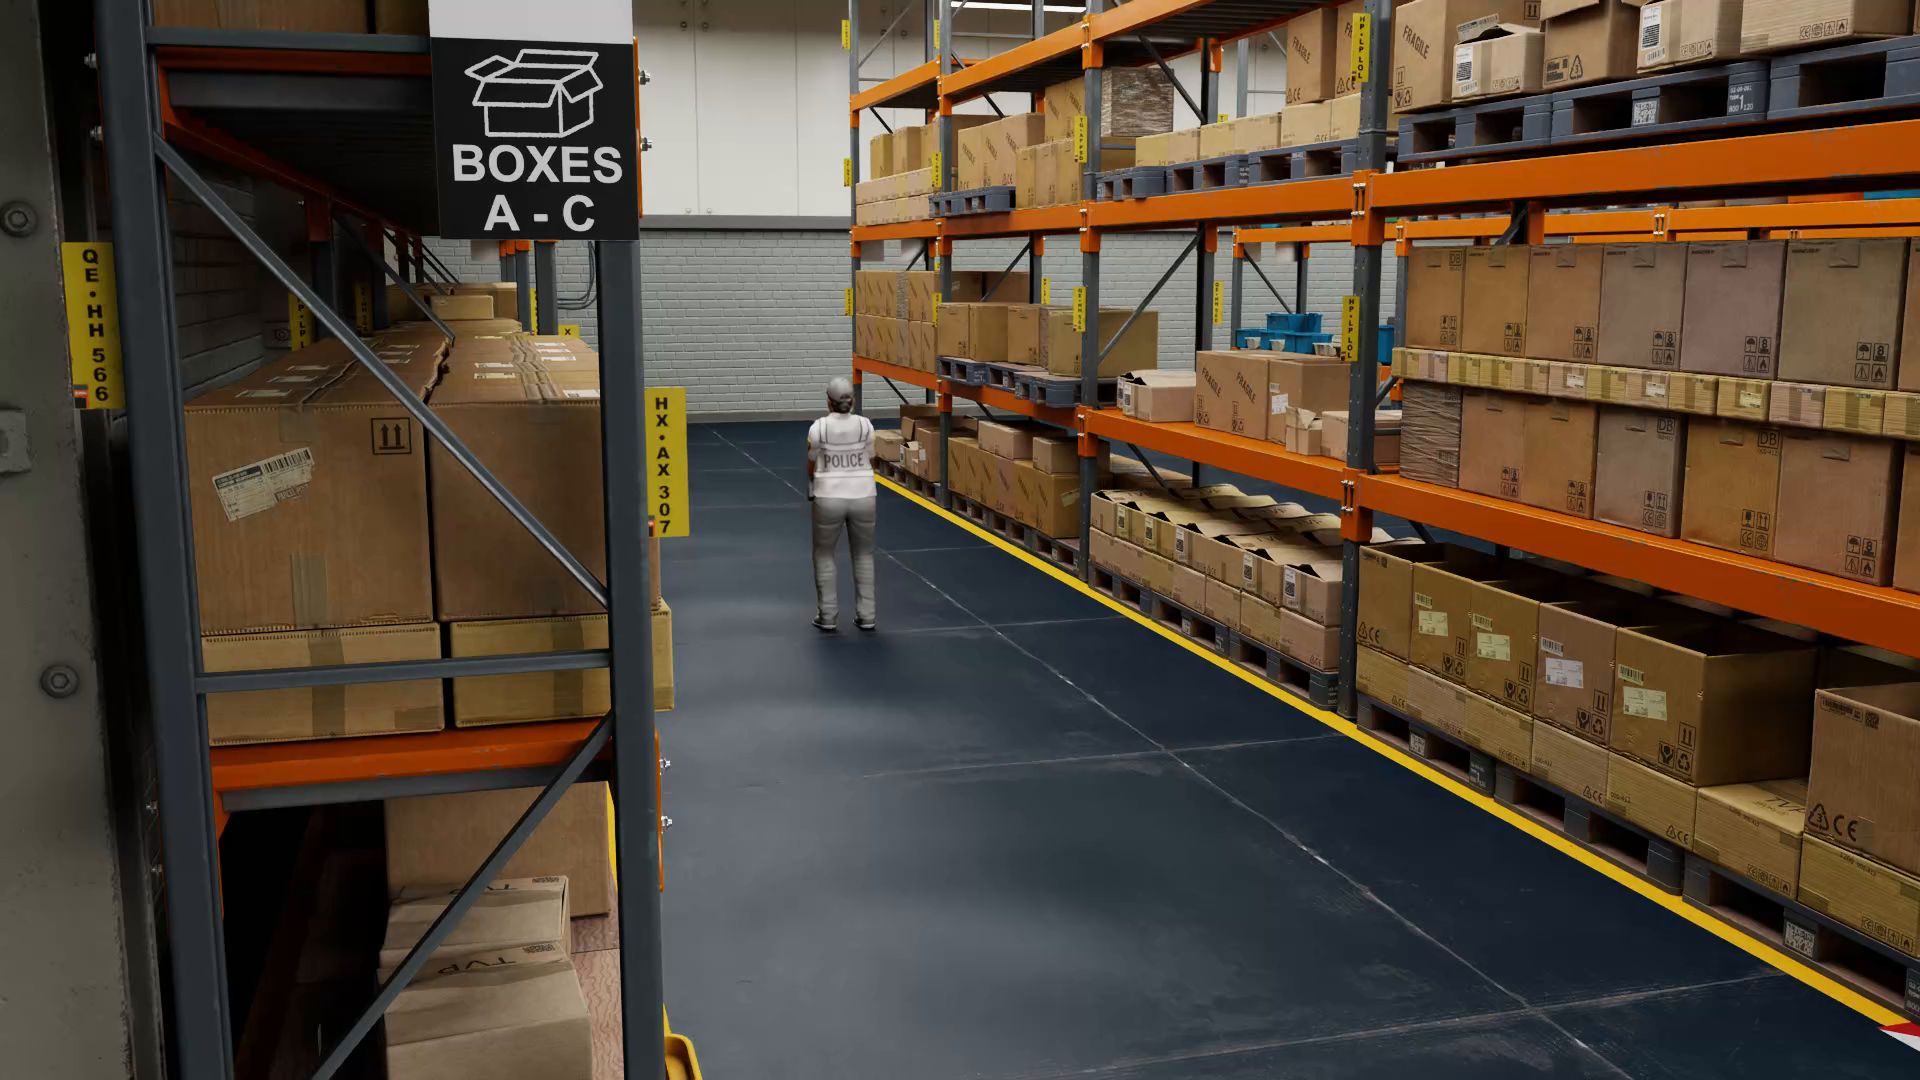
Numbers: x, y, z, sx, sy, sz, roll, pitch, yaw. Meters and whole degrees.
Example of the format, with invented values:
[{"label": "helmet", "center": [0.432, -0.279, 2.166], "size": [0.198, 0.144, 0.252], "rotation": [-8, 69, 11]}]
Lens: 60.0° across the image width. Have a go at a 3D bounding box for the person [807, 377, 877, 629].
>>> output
[{"label": "person", "center": [-0.785, -0.244, 10.882], "size": [0.452, 1.653, 0.533], "rotation": [-3, 10, -15]}]
